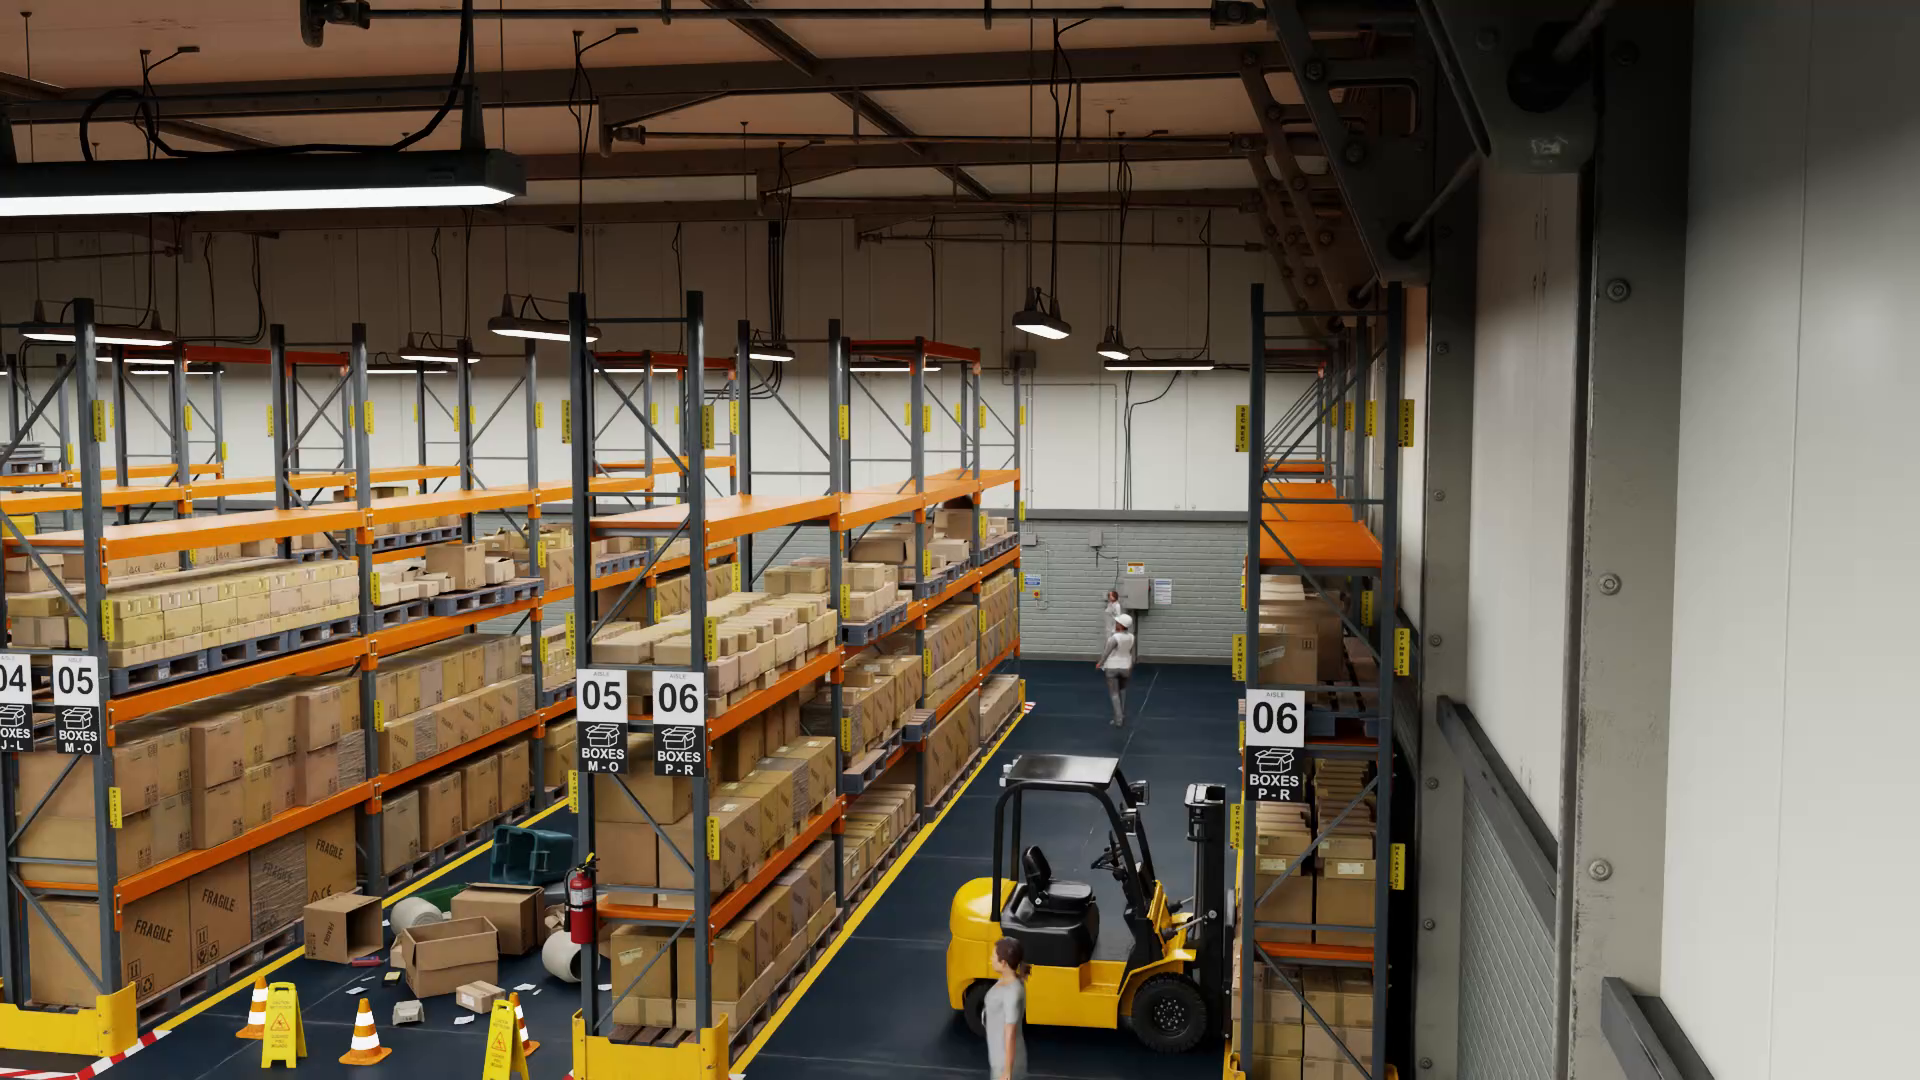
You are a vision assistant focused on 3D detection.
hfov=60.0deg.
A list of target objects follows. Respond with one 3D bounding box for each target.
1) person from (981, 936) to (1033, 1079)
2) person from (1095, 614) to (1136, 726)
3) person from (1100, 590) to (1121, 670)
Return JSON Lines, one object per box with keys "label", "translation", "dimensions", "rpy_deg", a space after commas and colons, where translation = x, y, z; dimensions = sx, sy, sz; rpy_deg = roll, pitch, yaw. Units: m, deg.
{"label": "person", "translation": [0.322, 3.468, 10.950], "dimensions": [0.375, 1.689, 0.542], "rpy_deg": [0, 5, -4]}
{"label": "person", "translation": [2.460, 2.041, 26.043], "dimensions": [0.613, 1.789, 0.684], "rpy_deg": [-1, 5, -12]}
{"label": "person", "translation": [3.025, 1.761, 32.437], "dimensions": [0.565, 1.570, 0.430], "rpy_deg": [0, 5, 1]}
